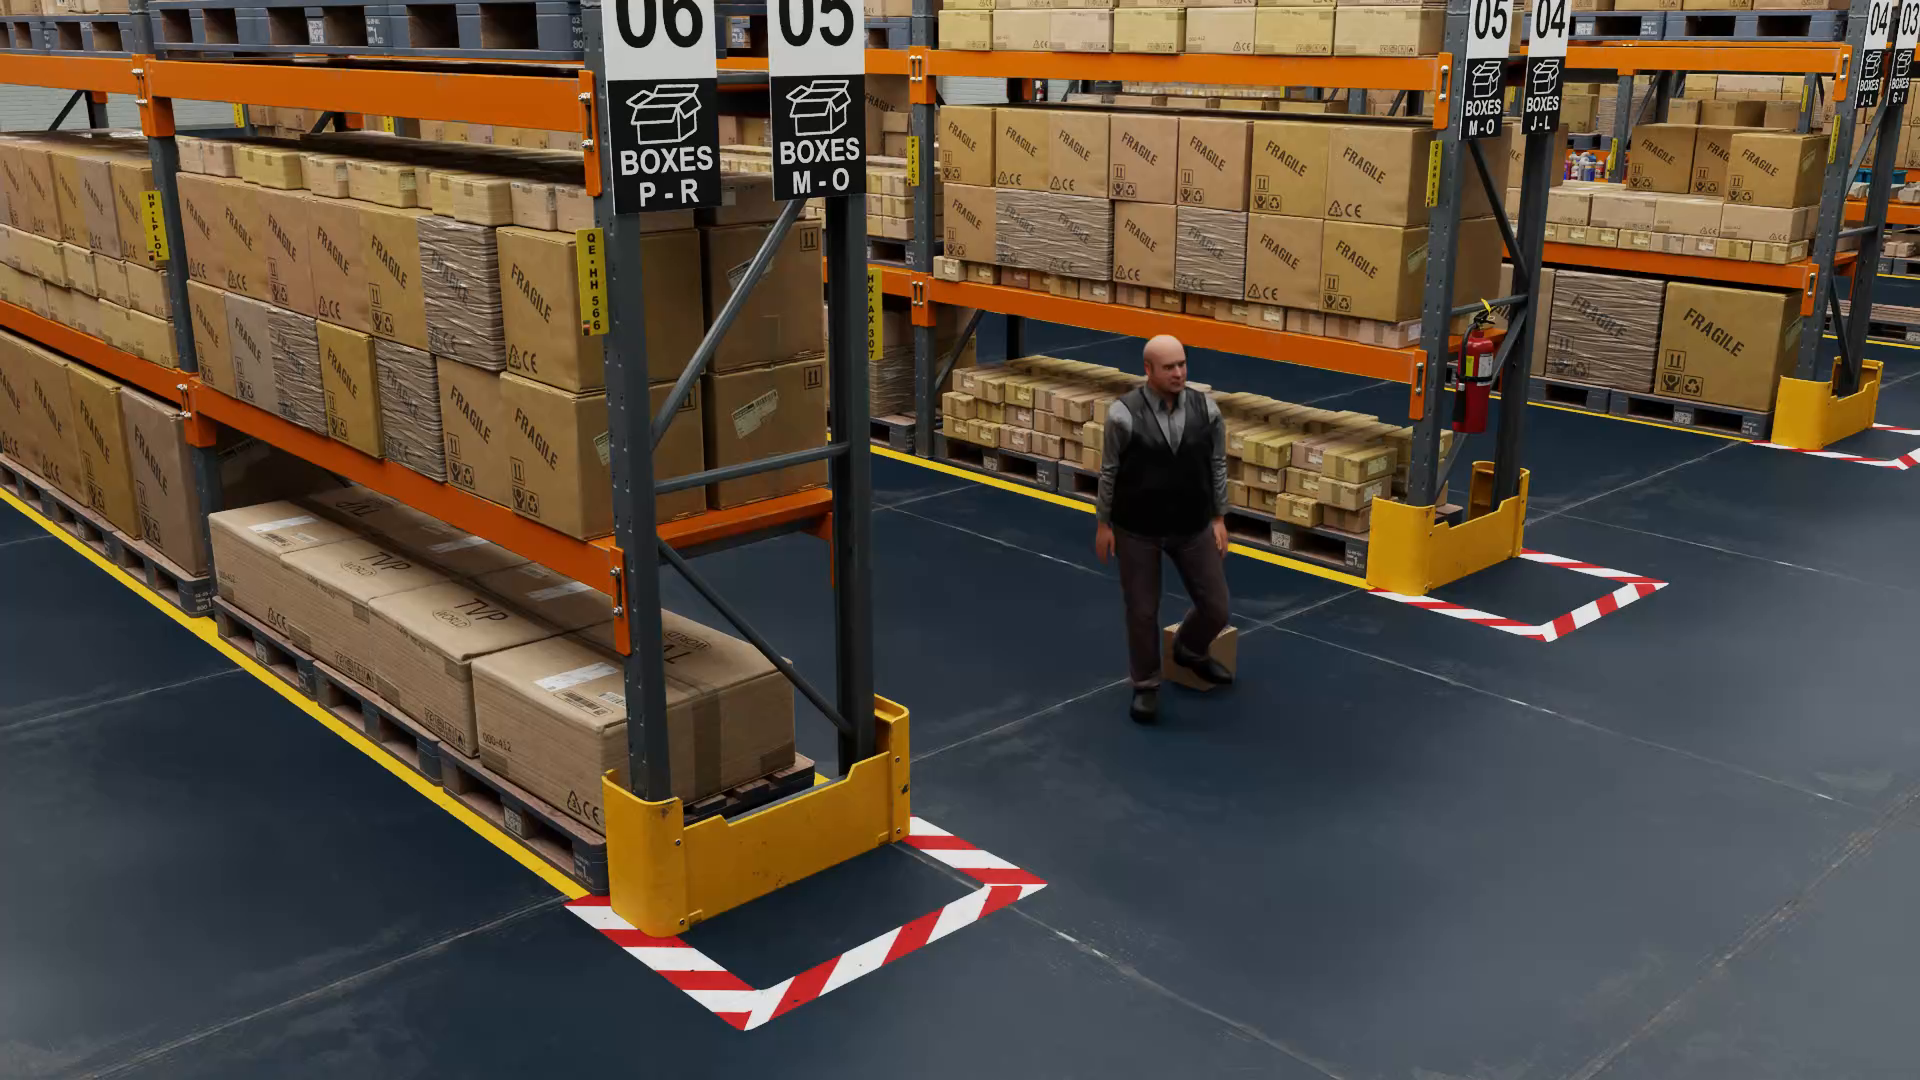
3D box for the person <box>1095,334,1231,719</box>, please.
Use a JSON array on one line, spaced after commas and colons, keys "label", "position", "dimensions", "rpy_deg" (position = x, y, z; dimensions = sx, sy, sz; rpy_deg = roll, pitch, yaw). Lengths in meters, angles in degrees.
[{"label": "person", "position": [0.915, -0.062, 7.240], "dimensions": [0.667, 1.709, 0.494], "rpy_deg": [-2, 17, -6]}]
